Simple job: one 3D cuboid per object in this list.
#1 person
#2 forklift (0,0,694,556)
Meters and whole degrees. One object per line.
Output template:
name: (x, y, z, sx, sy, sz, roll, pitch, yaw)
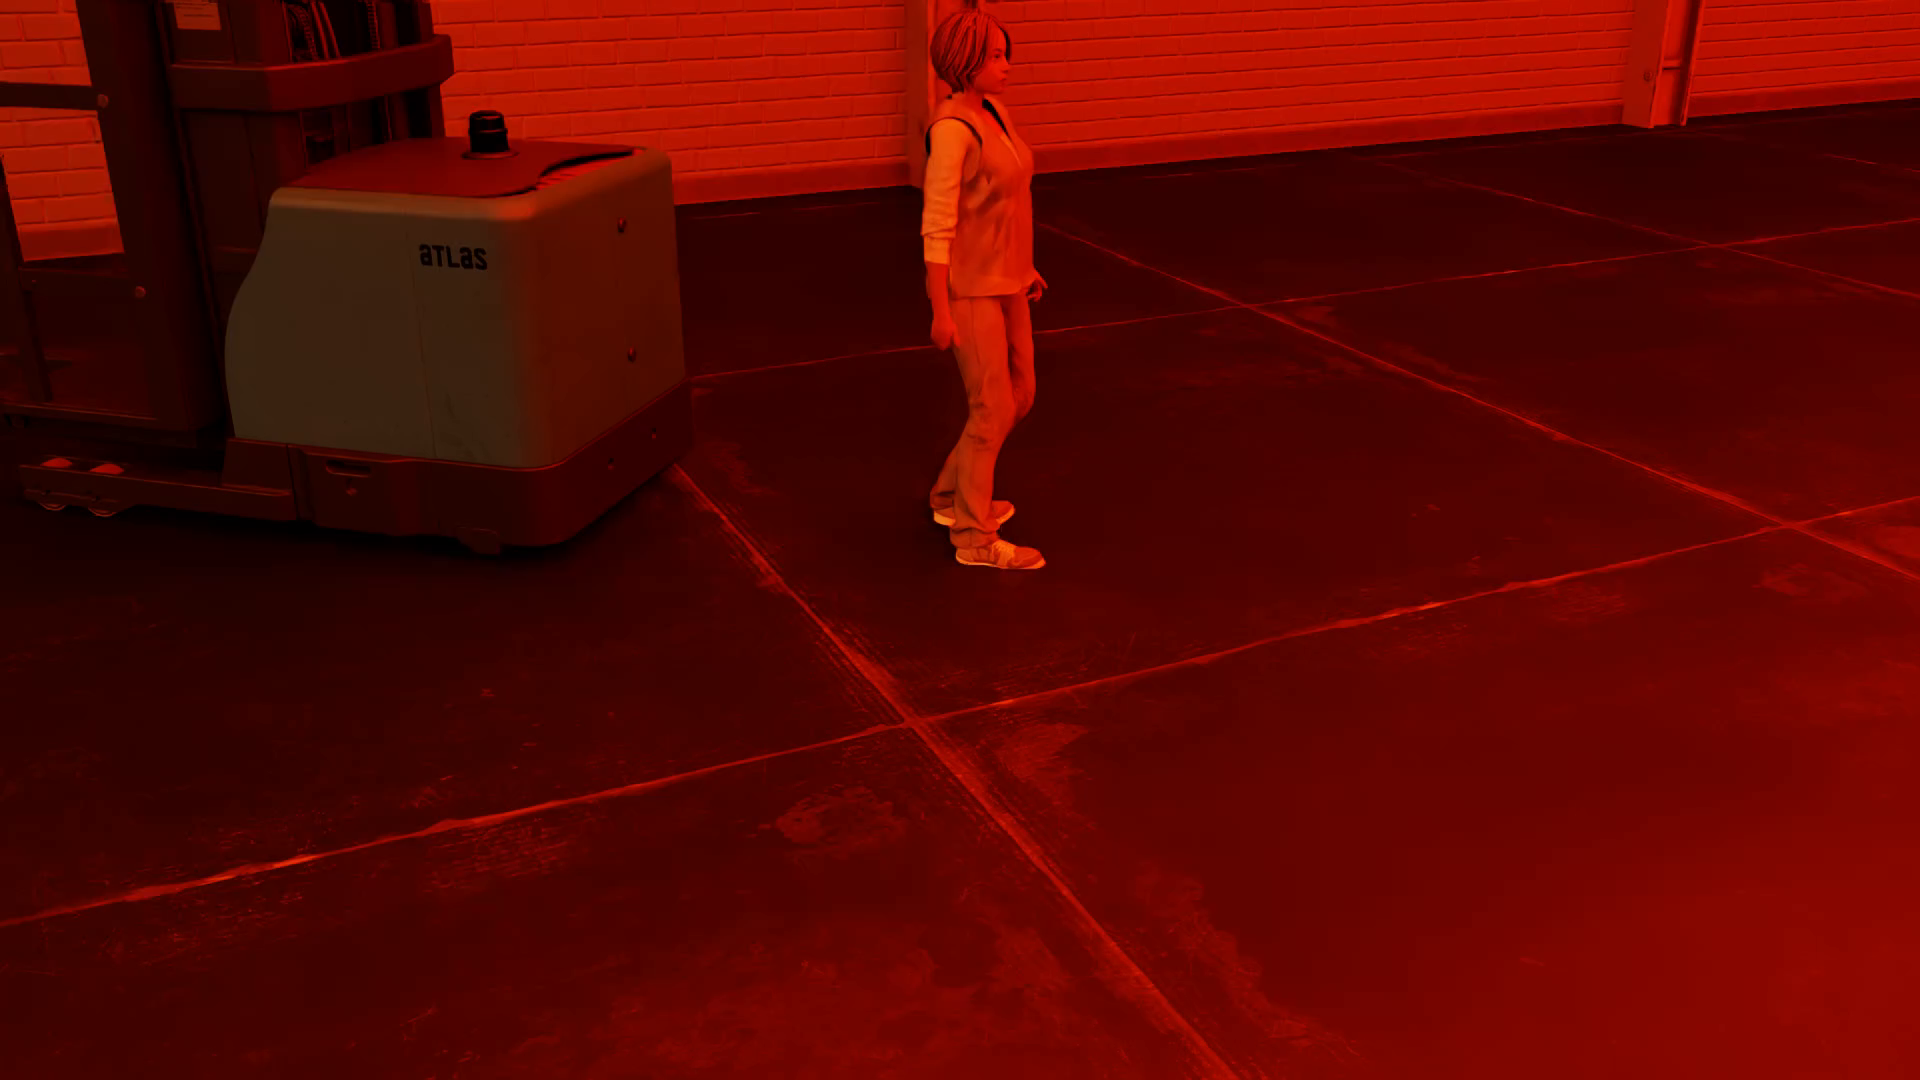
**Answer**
person: (0.096, -0.709, 4.805, 0.425, 1.584, 0.536, 8, 24, 19)
forklift: (-2.489, -1.612, 5.168, 3.031, 2.935, 1.130, 6, 23, 15)
